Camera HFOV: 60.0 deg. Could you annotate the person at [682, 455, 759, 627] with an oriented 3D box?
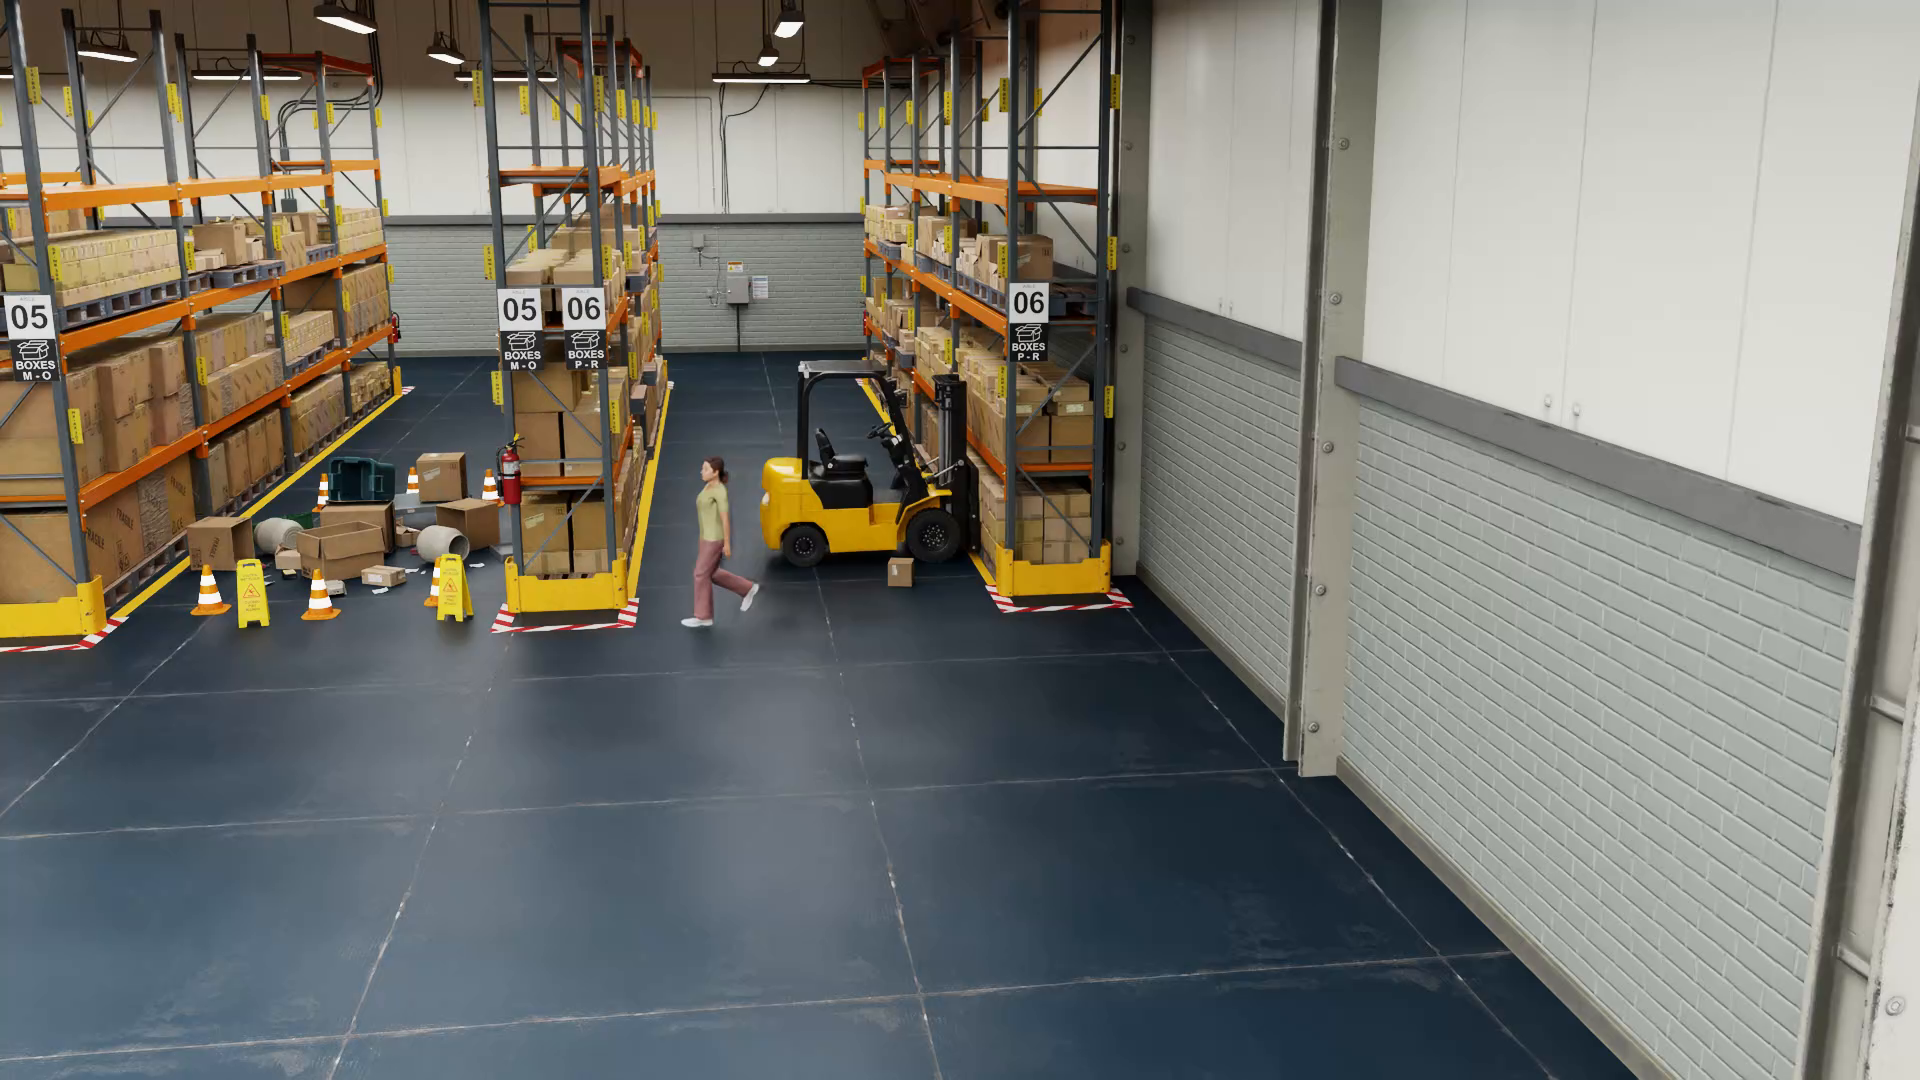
[{"bbox_3d":[-2.312,-0.004,15.947,0.790,1.644,0.443,-4,14,-18],"label":"person"}]
